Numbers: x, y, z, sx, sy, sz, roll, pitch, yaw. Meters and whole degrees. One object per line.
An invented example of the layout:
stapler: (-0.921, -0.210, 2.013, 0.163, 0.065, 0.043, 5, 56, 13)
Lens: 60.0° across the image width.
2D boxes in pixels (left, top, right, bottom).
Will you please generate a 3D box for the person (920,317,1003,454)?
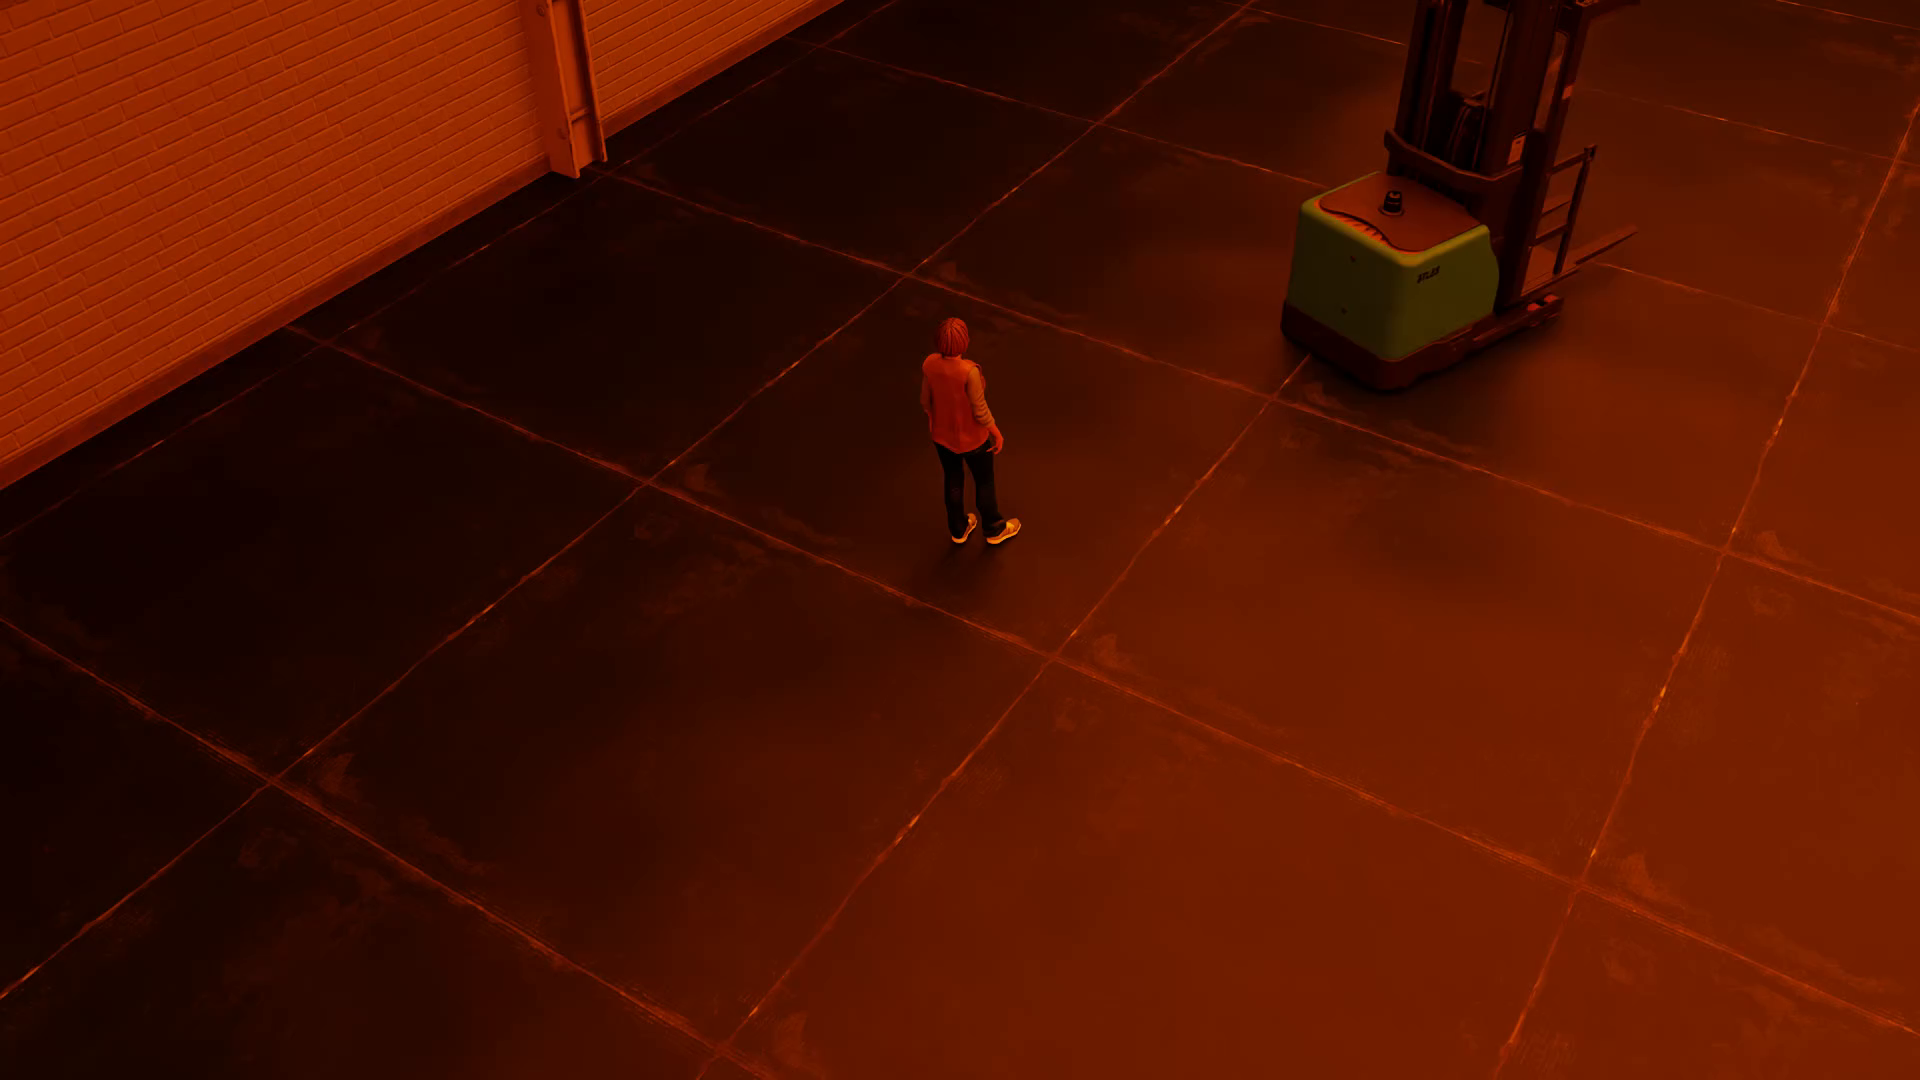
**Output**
person: (-0.009, -0.858, 9.477, 0.502, 0.921, 0.256, 22, 45, 24)

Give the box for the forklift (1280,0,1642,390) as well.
forklift: (3.778, -2.913, 11.405, 3.031, 2.935, 1.130, -26, 47, -27)
